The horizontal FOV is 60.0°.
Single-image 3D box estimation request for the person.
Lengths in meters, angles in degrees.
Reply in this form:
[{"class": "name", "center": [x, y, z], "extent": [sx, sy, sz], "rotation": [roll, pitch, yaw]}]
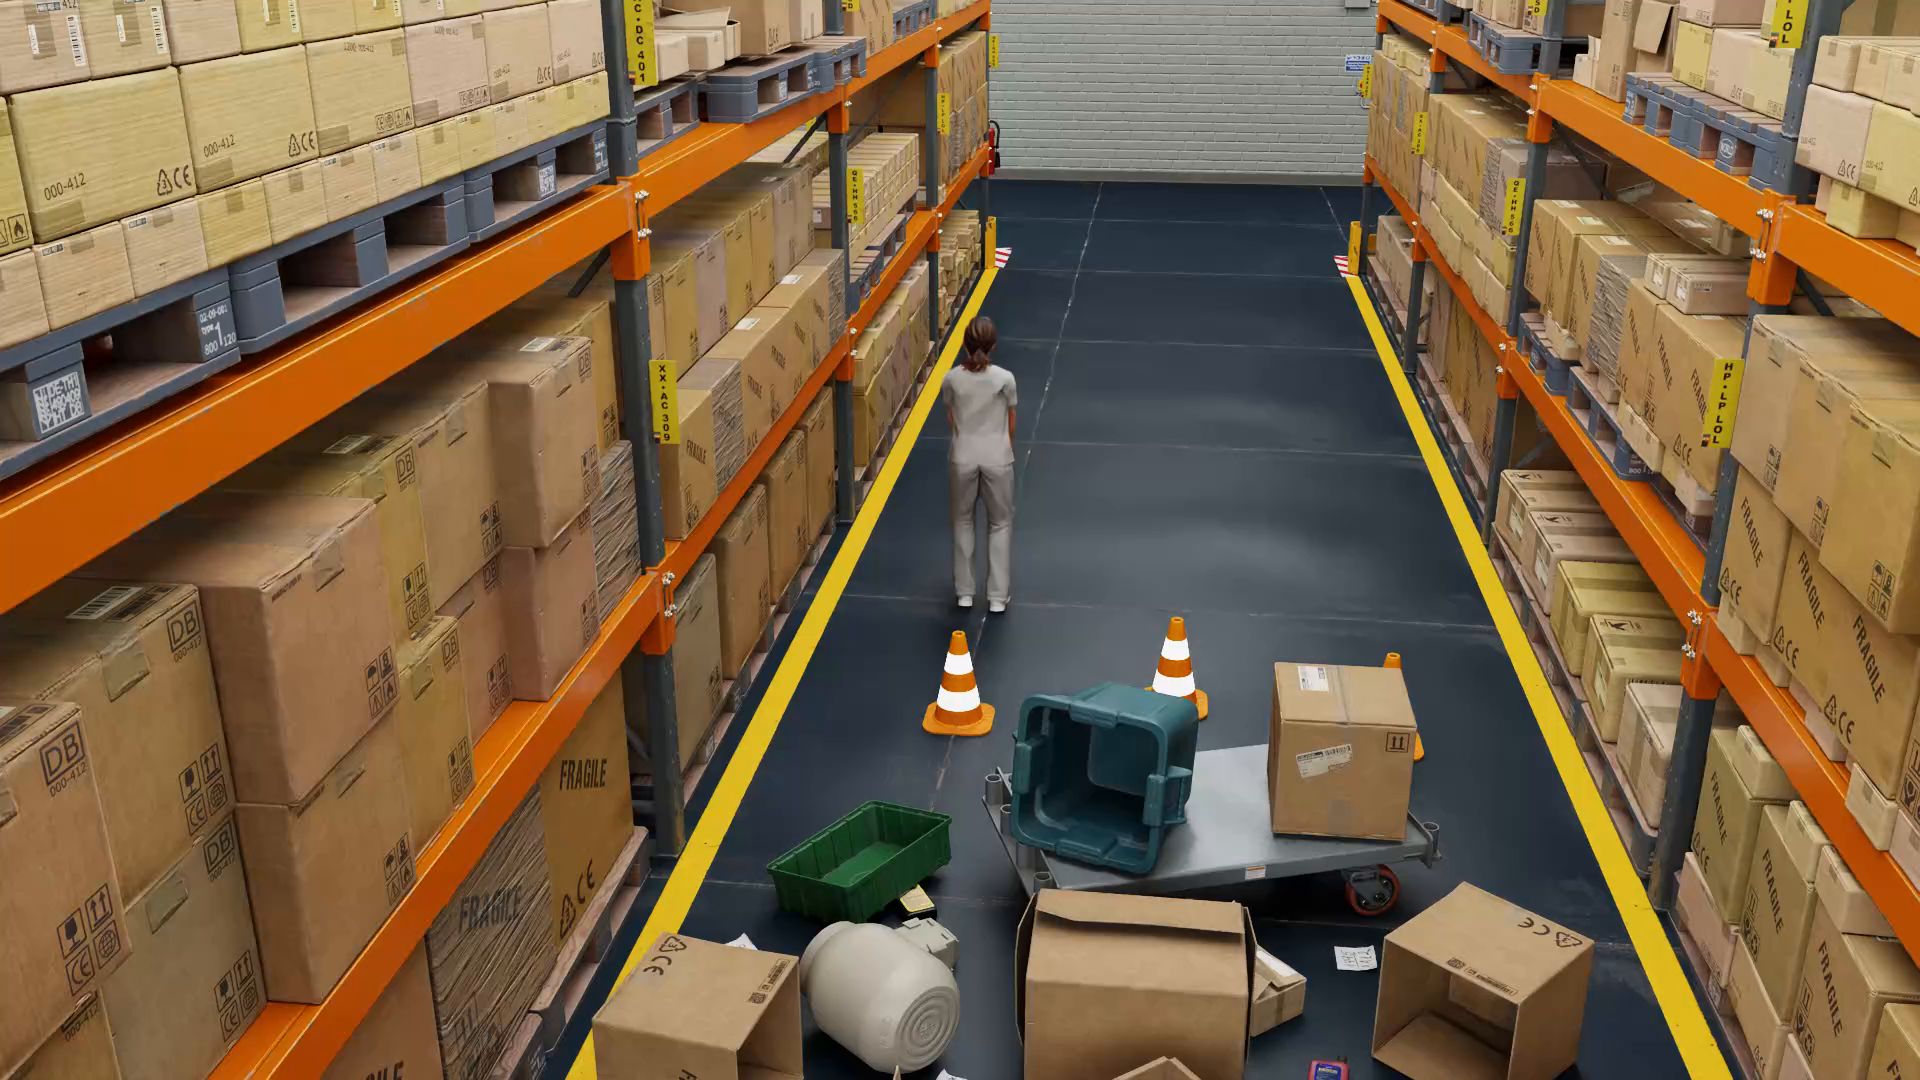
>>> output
[{"class": "person", "center": [0.113, -0.441, 9.238], "extent": [0.410, 1.669, 0.507], "rotation": [2, 21, 5]}]
